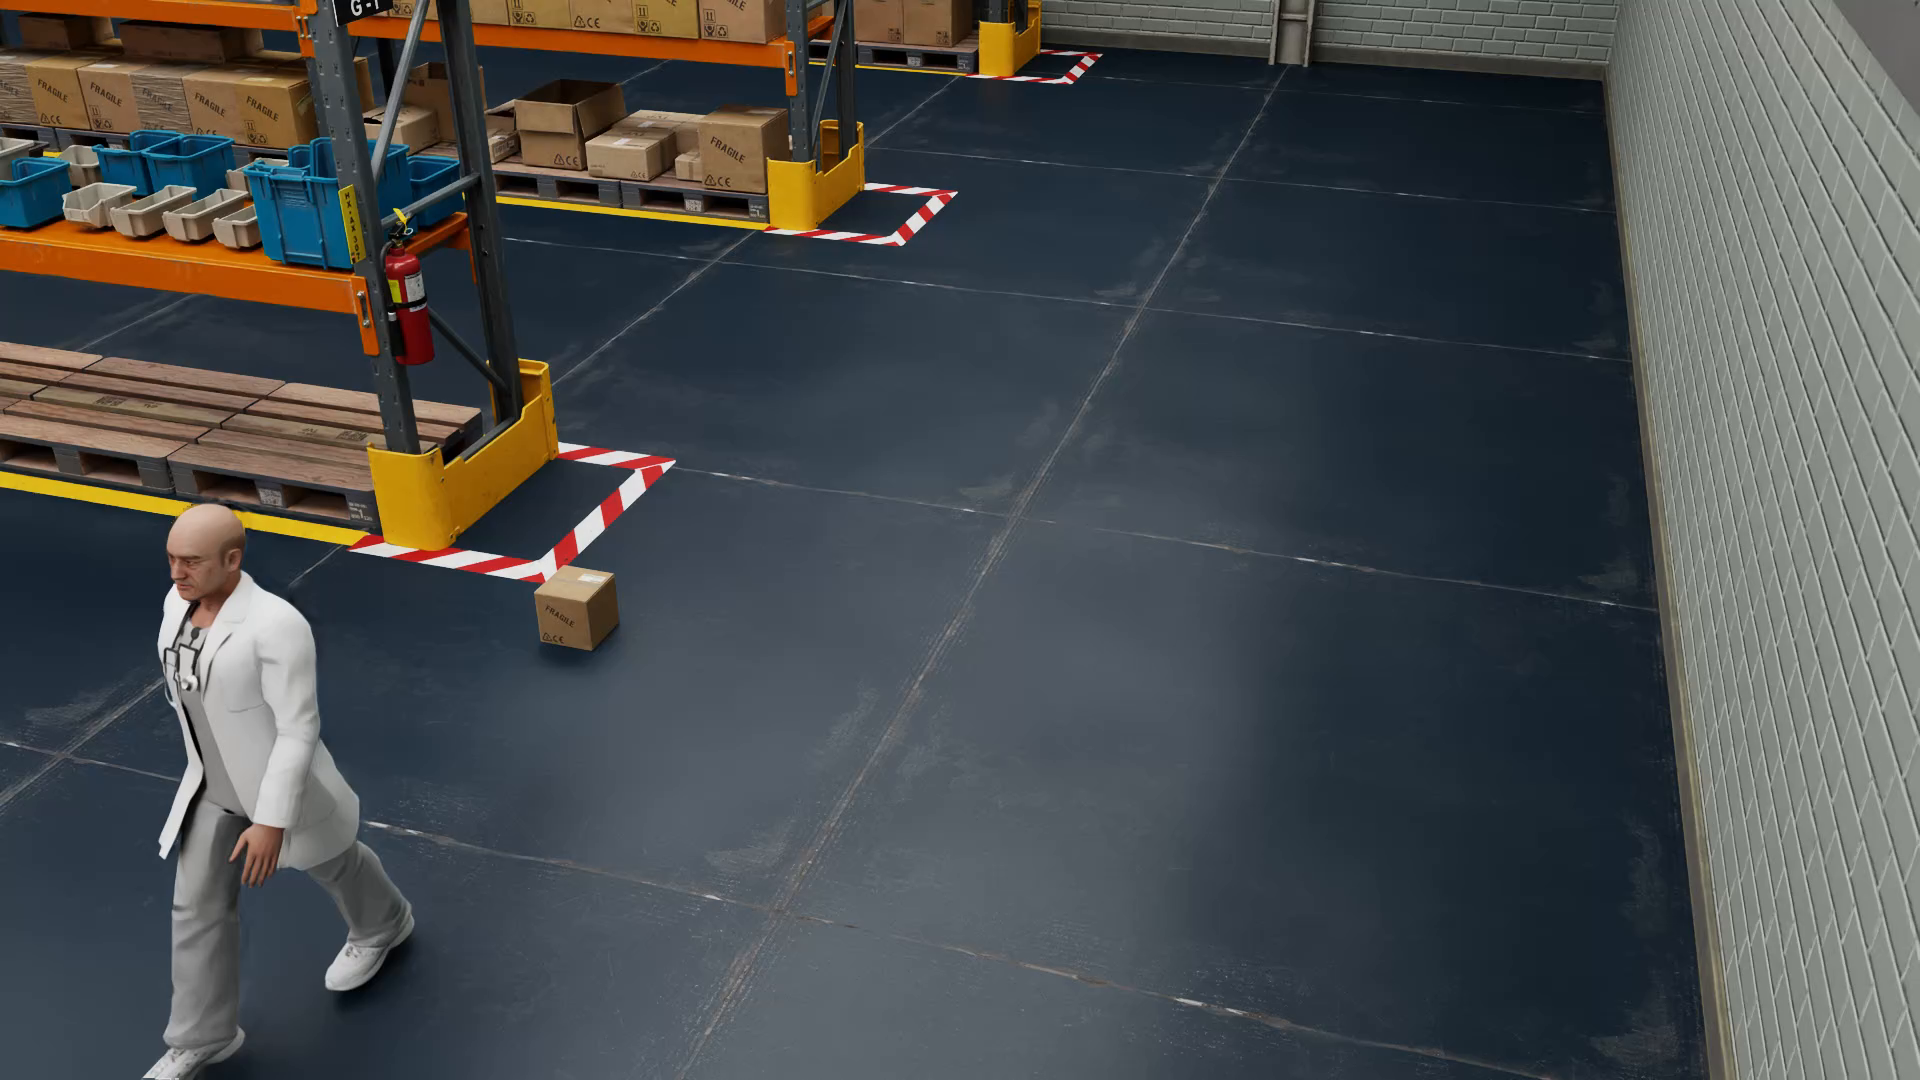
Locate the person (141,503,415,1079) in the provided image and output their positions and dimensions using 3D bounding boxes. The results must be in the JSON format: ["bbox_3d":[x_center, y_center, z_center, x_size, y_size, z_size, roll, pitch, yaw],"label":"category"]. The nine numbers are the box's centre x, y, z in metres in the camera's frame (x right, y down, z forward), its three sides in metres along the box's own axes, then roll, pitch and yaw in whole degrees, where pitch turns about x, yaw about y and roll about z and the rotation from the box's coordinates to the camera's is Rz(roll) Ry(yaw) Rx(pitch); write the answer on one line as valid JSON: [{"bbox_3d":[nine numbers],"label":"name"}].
[{"bbox_3d":[-2.076,0.736,4.771,0.616,1.748,0.990,12,31,21],"label":"person"}]
